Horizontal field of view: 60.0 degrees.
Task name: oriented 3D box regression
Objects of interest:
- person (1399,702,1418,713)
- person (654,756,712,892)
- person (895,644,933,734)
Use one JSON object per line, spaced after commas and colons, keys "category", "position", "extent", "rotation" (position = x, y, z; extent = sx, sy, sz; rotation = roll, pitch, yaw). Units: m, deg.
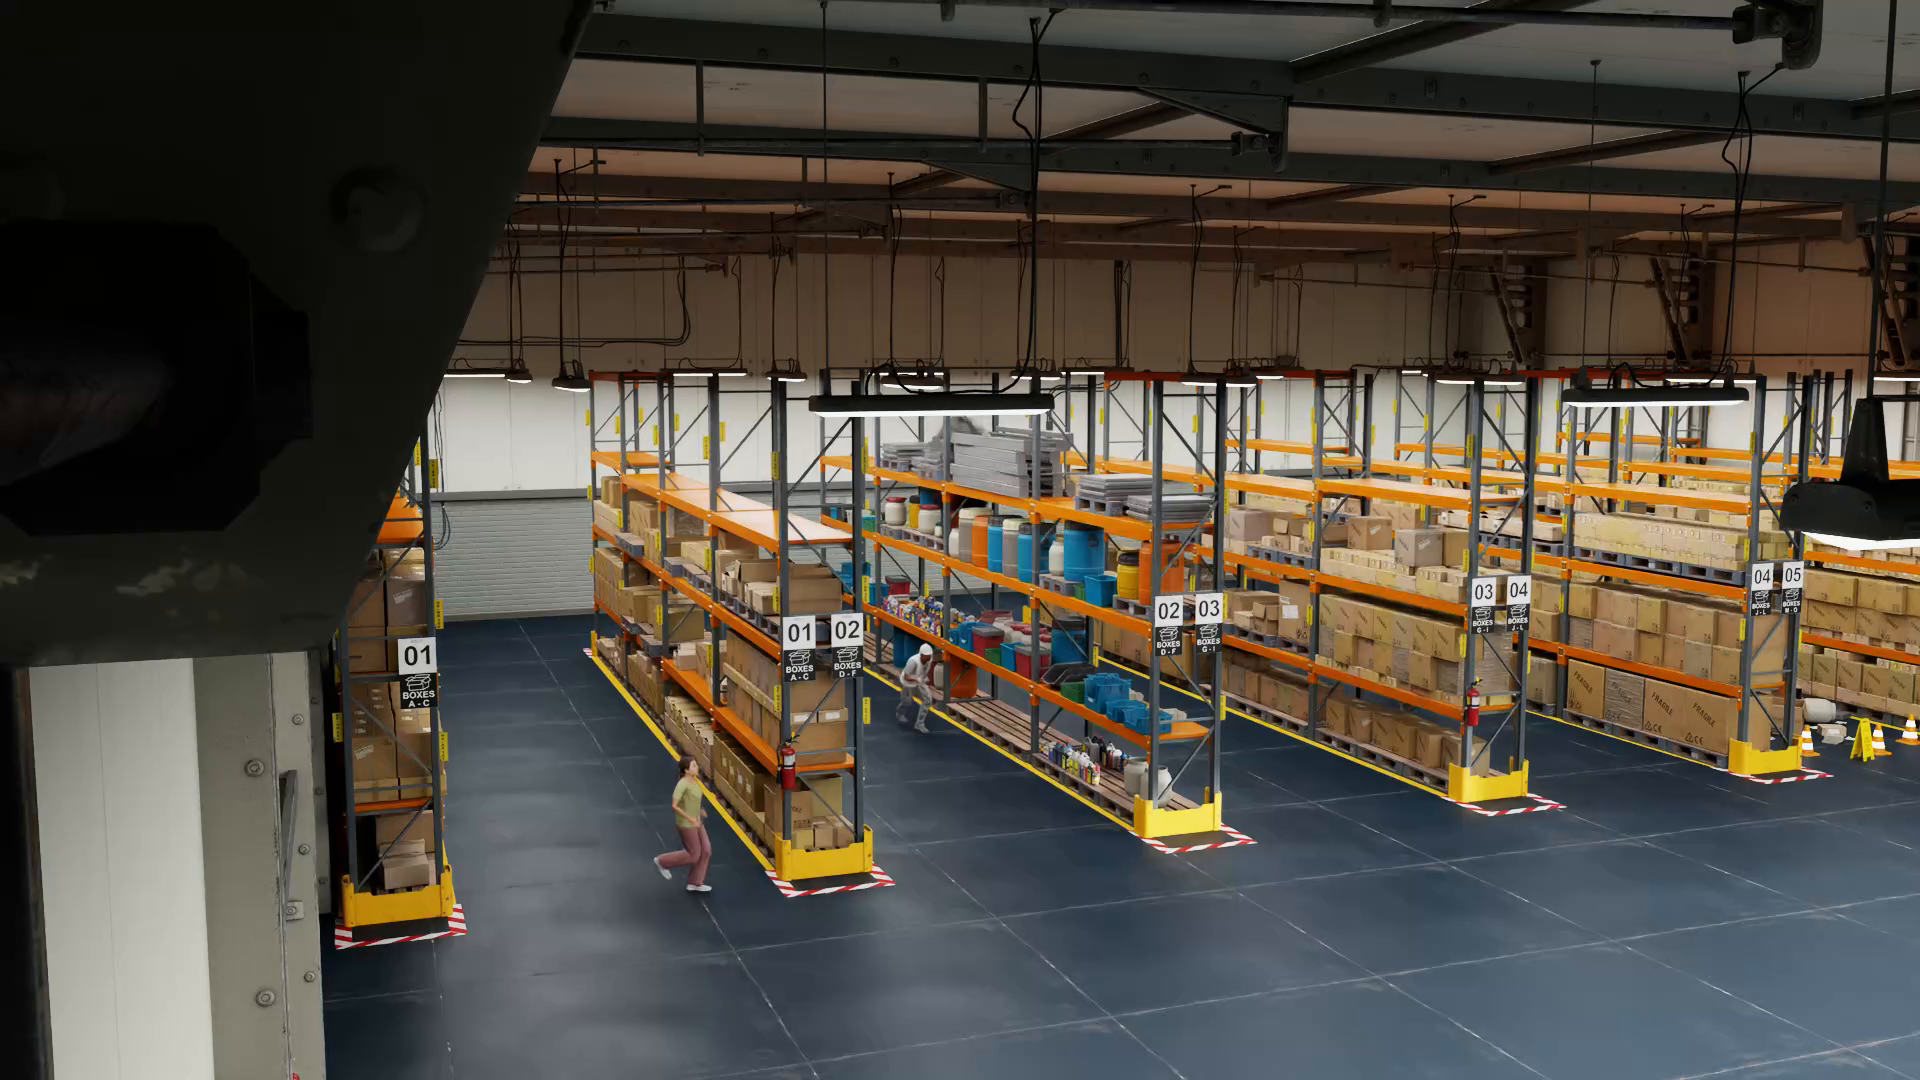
{"category": "person", "position": [7.899, 2.404, 28.491], "extent": [0.661, 1.489, 1.047], "rotation": [-2, 7, -18]}
{"category": "person", "position": [-3.268, 3.346, 19.642], "extent": [0.688, 1.623, 0.591], "rotation": [1, 6, 11]}
{"category": "person", "position": [-0.804, 2.454, 28.013], "extent": [0.680, 1.556, 1.171], "rotation": [-5, 8, -37]}
